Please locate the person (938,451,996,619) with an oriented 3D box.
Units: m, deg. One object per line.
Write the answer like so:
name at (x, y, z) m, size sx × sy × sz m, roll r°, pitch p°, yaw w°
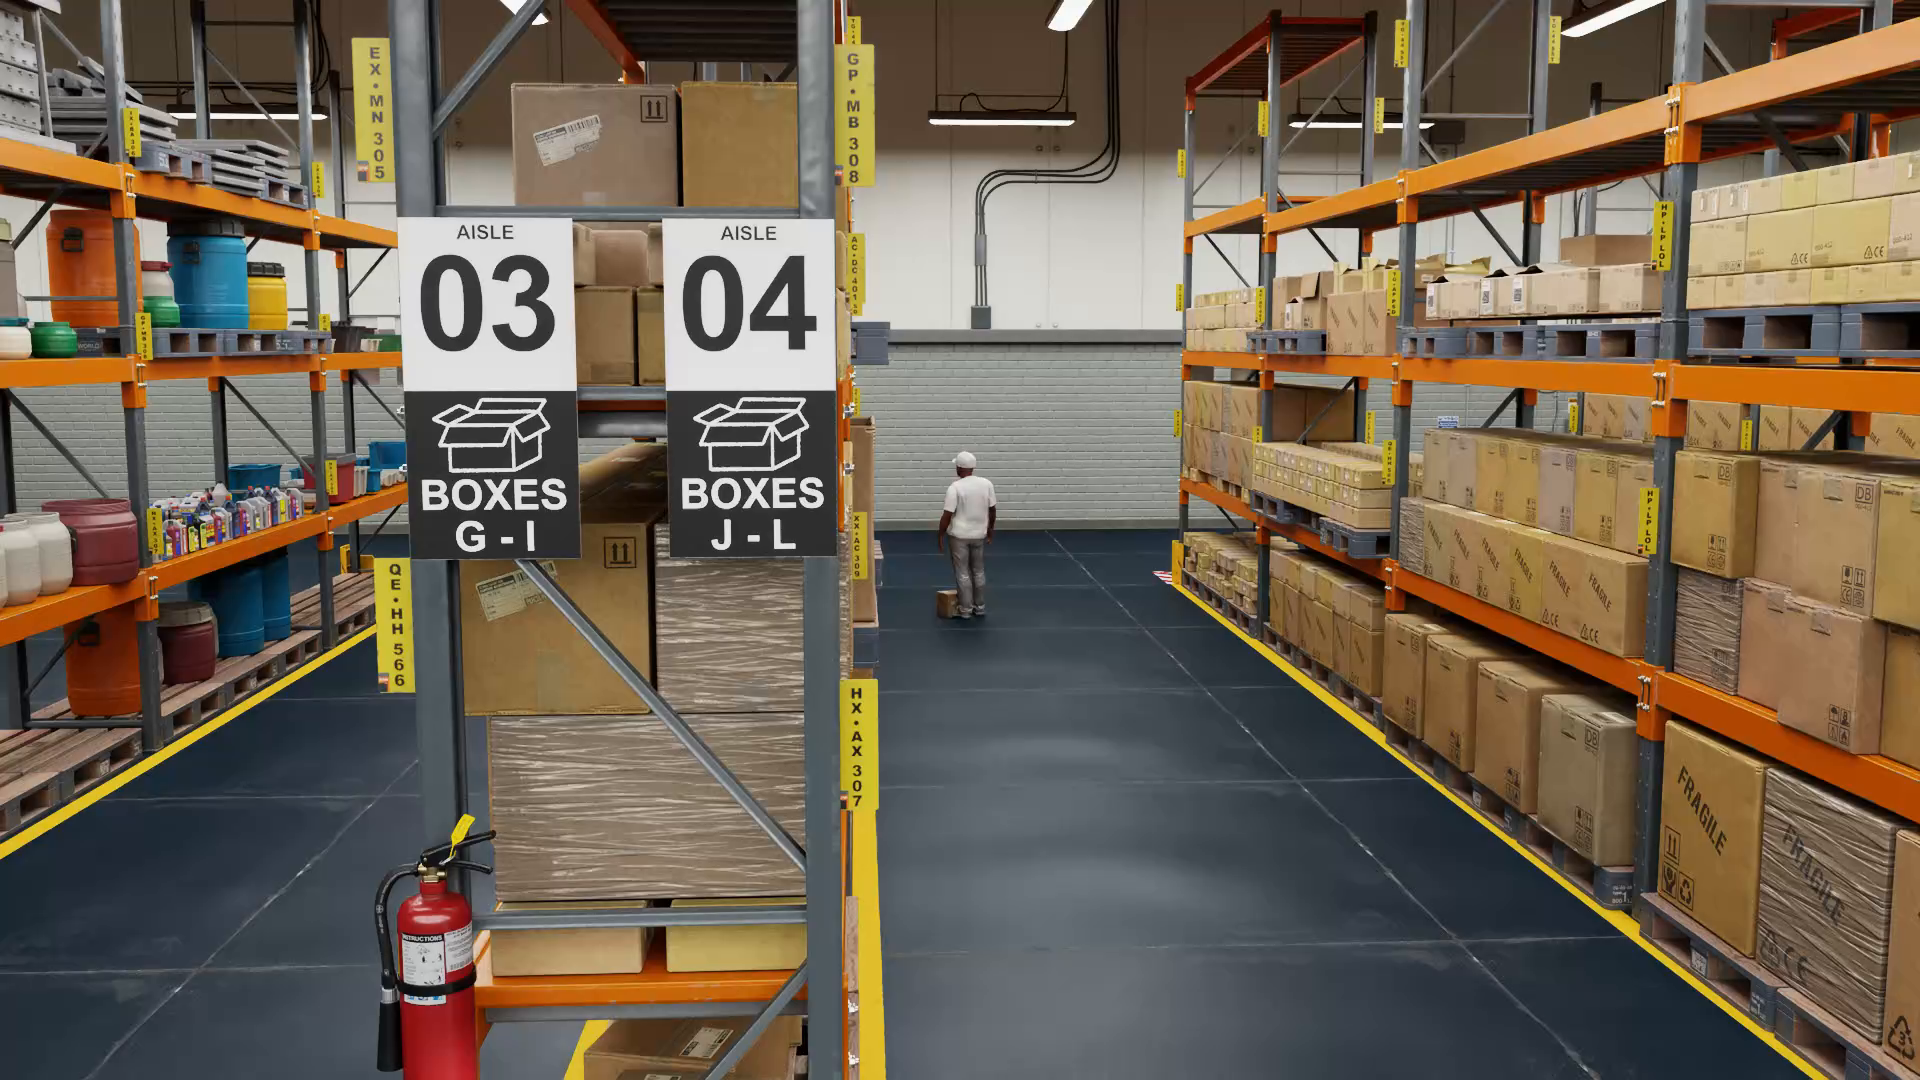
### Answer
person at (0.040, -0.060, 17.571) m, size 0.665 × 1.766 × 0.576 m, roll -4°, pitch 8°, yaw -28°
